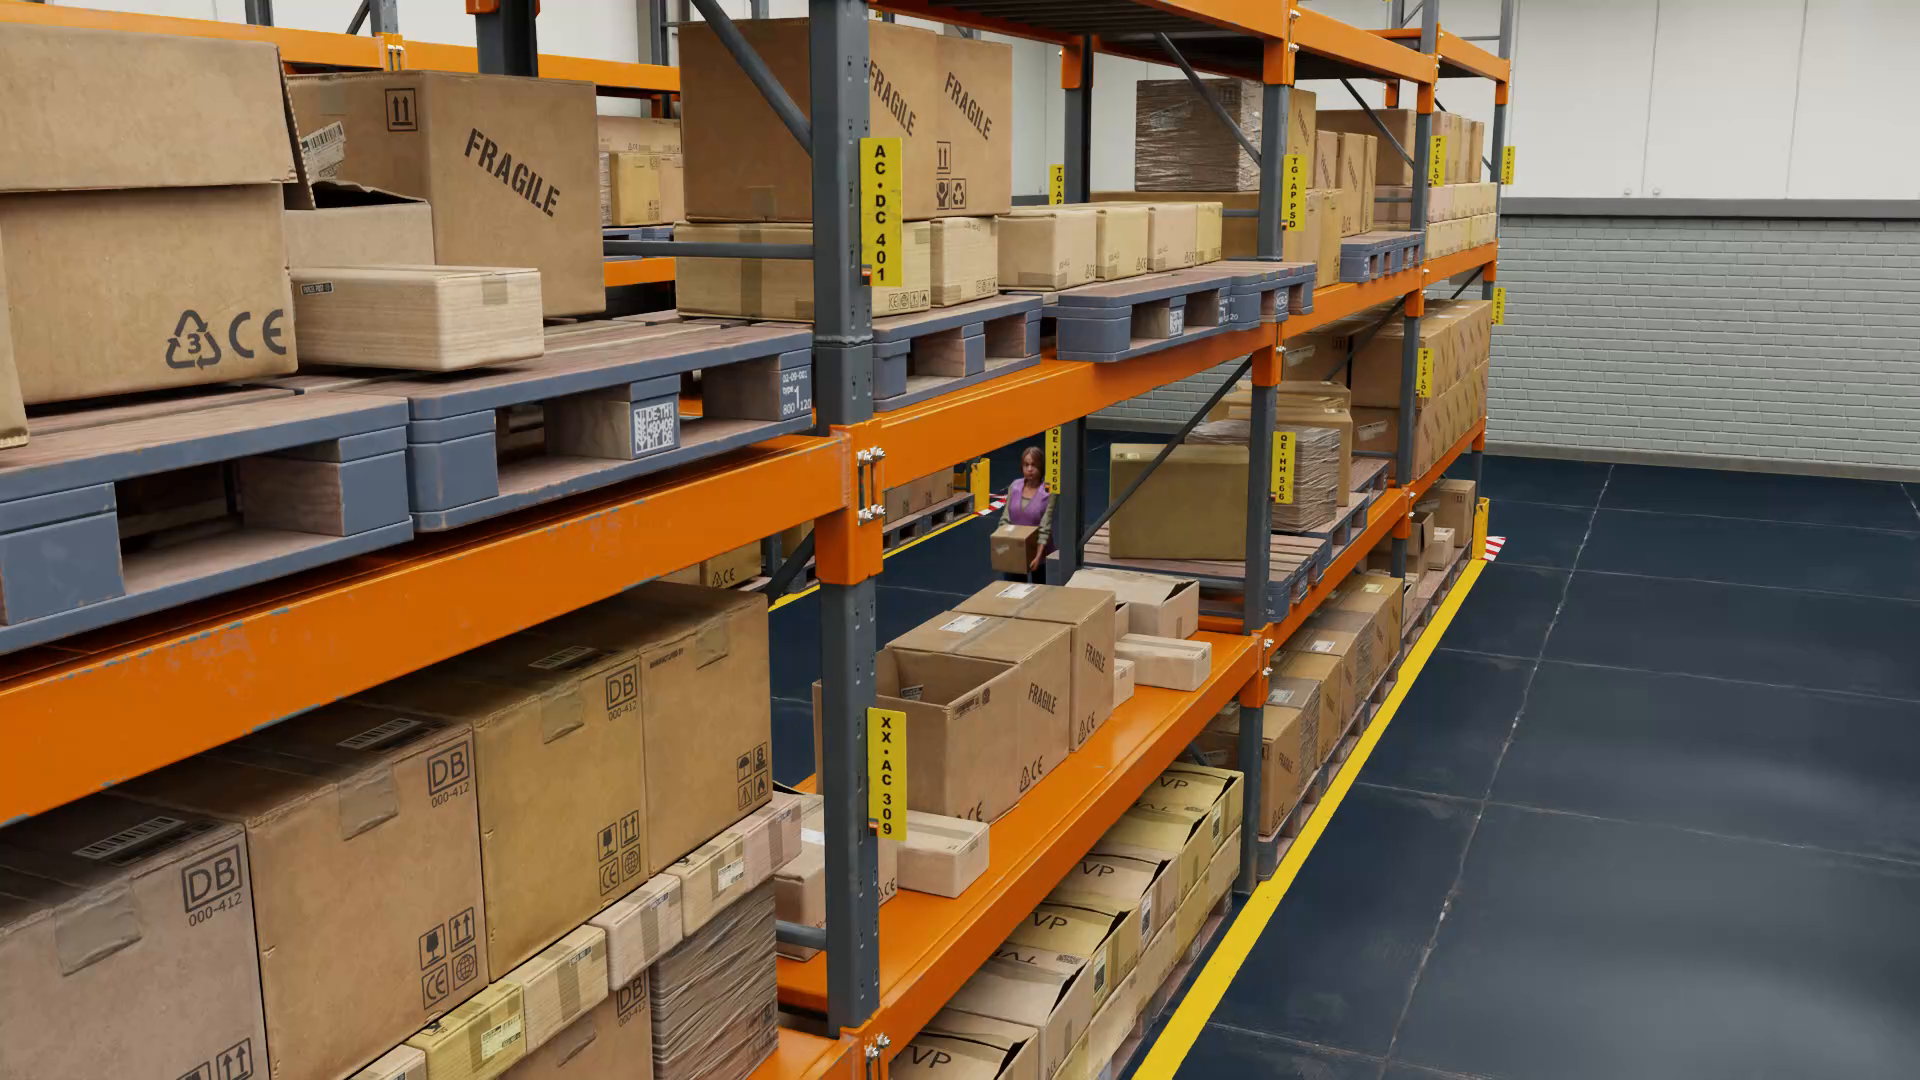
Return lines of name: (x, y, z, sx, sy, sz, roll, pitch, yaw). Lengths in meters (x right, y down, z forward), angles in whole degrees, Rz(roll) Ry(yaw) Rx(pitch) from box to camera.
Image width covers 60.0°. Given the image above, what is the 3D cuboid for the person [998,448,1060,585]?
person: (0.491, 0.157, 11.282, 0.482, 1.594, 0.341, 5, 13, 21)
